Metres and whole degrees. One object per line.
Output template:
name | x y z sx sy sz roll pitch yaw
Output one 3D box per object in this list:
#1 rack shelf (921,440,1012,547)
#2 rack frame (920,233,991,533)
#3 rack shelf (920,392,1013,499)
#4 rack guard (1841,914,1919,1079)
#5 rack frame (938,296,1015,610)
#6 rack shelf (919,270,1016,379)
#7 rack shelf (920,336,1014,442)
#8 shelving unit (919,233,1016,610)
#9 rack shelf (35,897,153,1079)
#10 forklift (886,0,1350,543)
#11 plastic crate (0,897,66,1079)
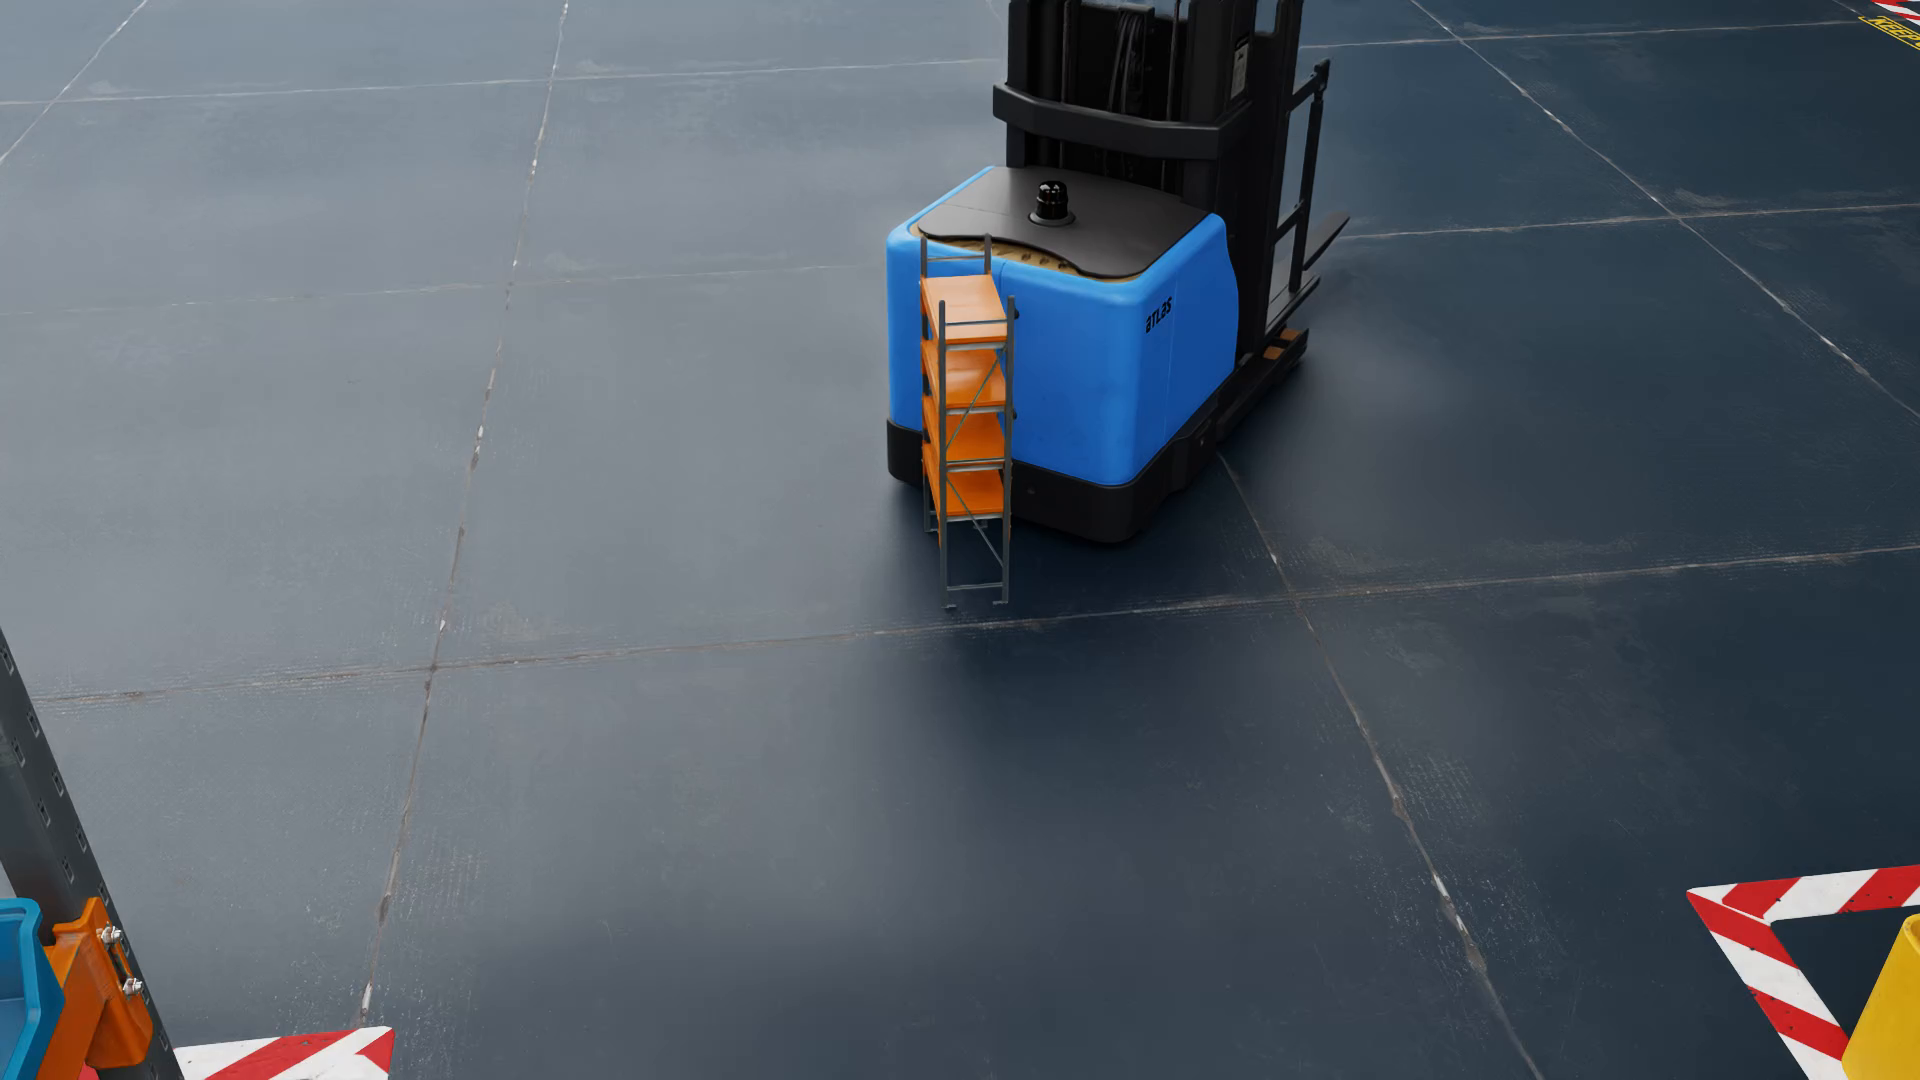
rack shelf | 0.018 -0.179 5.920 0.258 0.148 0.480 -4 35 -7
rack frame | -0.015 -0.535 5.970 0.240 1.200 0.015 -4 35 -7
rack shelf | 0.018 -0.343 5.808 0.258 0.148 0.480 -4 35 -7
rack guard | 2.857 1.171 4.088 1.175 0.500 0.348 -4 35 -6
rack frame | 0.052 -0.263 5.570 0.240 1.200 0.015 -4 35 -7
rack shelf | 0.019 -0.724 5.549 0.258 0.148 0.480 -4 35 -7
rack shelf | 0.018 -0.528 5.682 0.258 0.148 0.480 -4 35 -7
shelving unit | 0.018 -0.399 5.770 0.258 1.200 0.503 -4 35 -7
rack shelf | -1.780 1.938 1.382 1.077 0.370 4.000 -4 35 -6
forklift | 0.887 -2.004 6.588 1.130 2.935 3.031 18 38 24
plastic crate | -1.685 0.842 2.482 0.499 0.251 0.616 -4 35 -6
